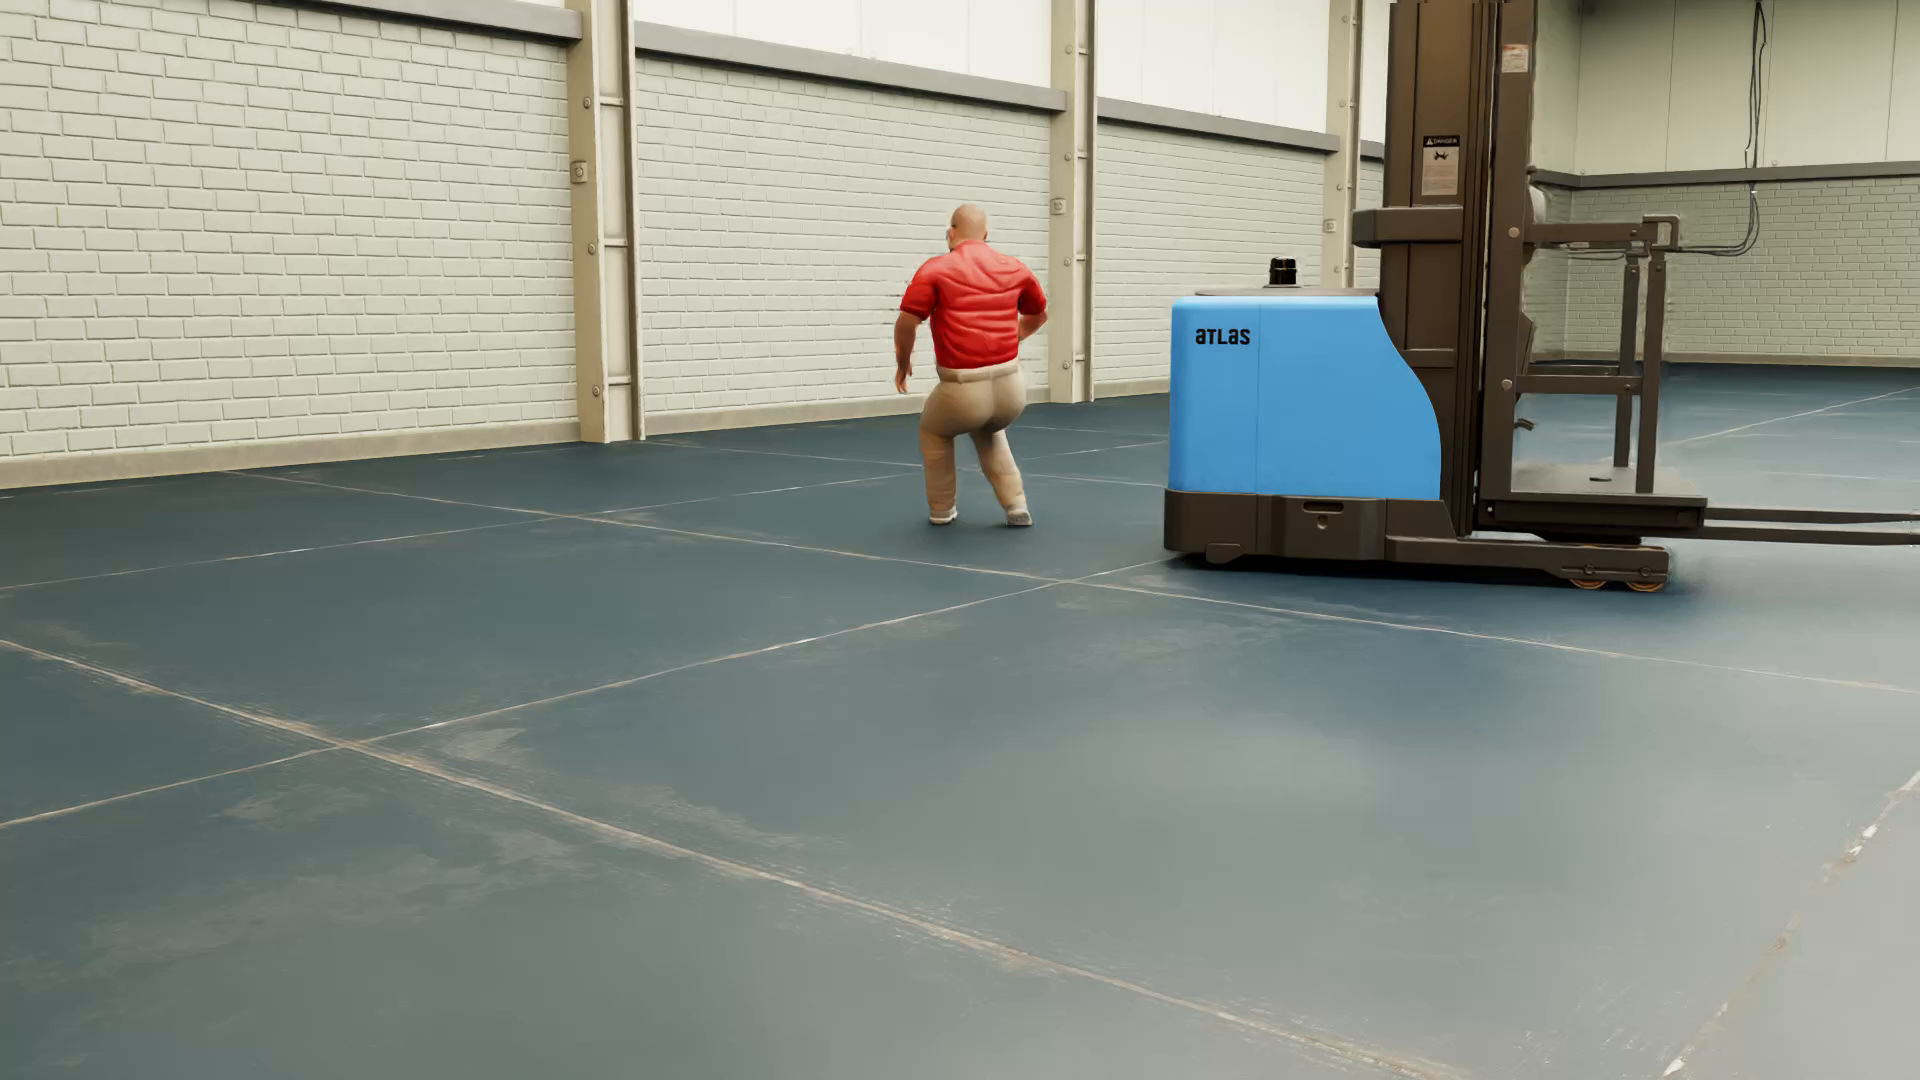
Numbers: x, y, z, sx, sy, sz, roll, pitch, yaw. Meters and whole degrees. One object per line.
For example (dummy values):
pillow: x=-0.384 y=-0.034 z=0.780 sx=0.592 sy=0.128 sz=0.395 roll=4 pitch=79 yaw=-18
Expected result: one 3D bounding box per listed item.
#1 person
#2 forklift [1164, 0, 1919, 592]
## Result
person: x=-0.004 y=-0.750 z=7.661 sx=0.824 sy=1.543 sz=0.855 roll=-4 pitch=9 yaw=-24
forklift: x=2.395 y=-1.345 z=6.474 sx=3.031 sy=2.935 sz=1.130 roll=3 pitch=9 yaw=17
